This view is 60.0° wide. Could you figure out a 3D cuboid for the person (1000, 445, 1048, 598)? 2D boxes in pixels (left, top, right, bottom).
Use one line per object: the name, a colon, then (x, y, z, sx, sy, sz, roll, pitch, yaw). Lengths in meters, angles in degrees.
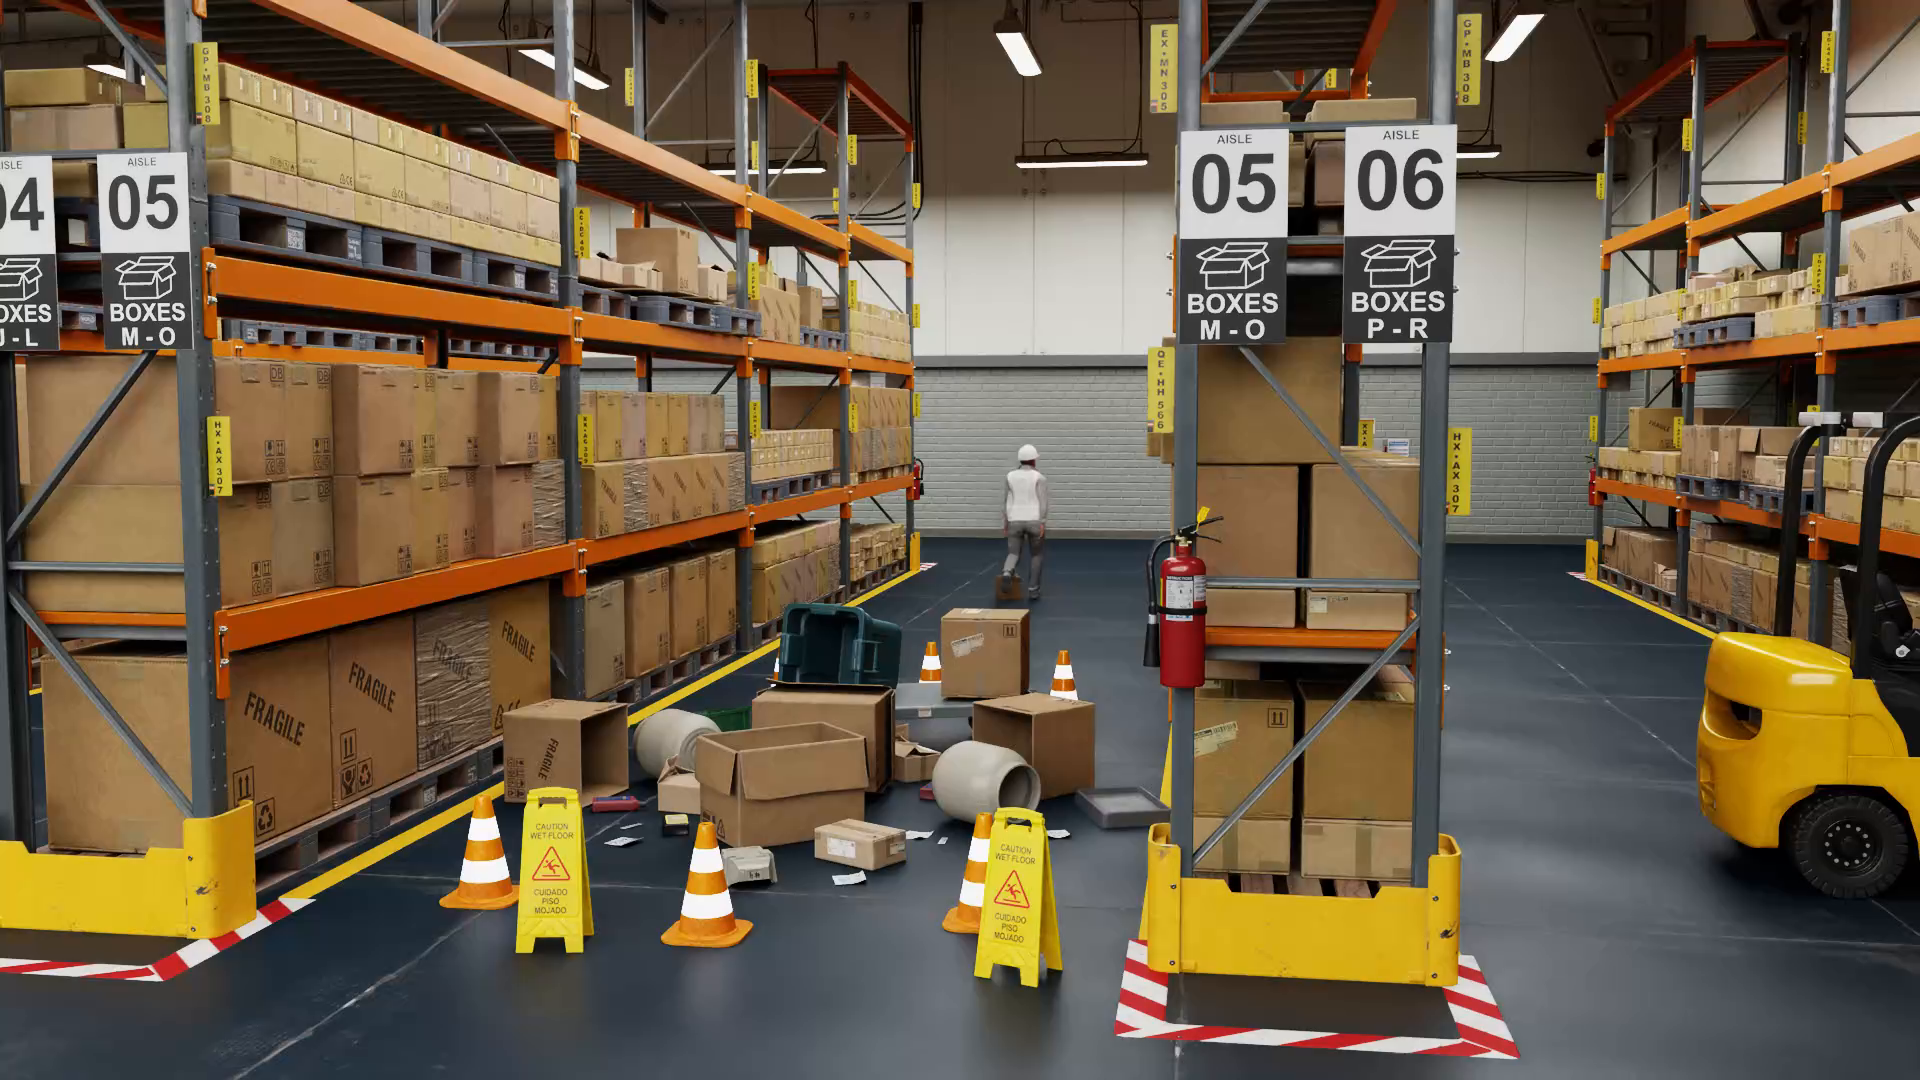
person: (0.725, -0.199, 18.905, 0.540, 1.752, 0.764, 1, 5, 17)
